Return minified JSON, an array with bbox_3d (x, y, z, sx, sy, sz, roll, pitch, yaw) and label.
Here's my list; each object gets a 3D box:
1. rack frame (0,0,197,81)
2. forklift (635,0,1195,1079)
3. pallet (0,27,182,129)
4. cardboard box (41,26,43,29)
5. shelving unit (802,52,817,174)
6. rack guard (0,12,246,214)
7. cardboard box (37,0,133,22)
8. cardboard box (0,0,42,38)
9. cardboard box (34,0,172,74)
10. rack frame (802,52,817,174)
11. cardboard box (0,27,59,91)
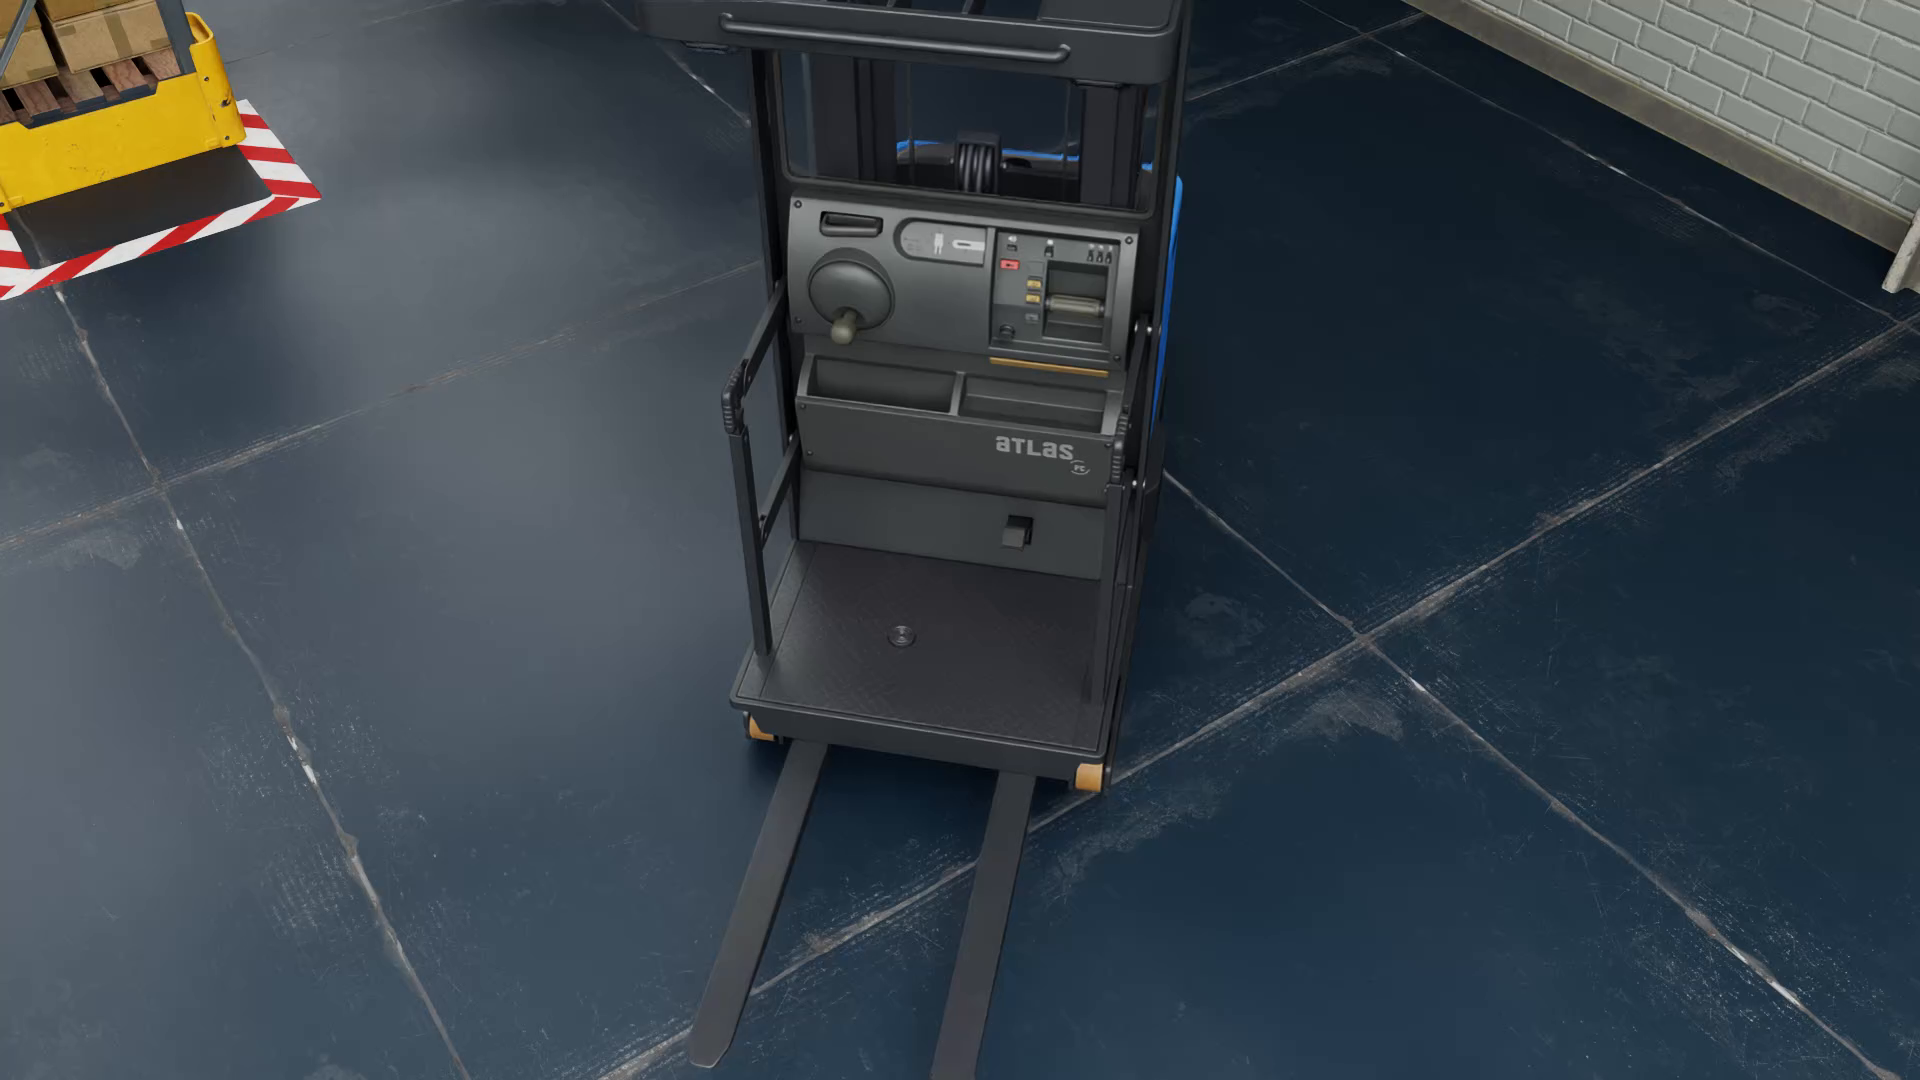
[{"bbox_3d":[-3.816,-2.760,6.468,1.000,3.000,0.127,-26,49,-24],"label":"rack frame"},{"bbox_3d":[-0.041,-0.594,4.249,1.130,2.935,3.031,8,44,8],"label":"forklift"},{"bbox_3d":[-4.295,-2.268,7.973,1.003,0.211,1.213,-26,49,-24],"label":"pallet"},{"bbox_3d":[-4.337,-2.775,8.172,0.500,0.250,0.500,-24,49,-23],"label":"cardboard box"},{"bbox_3d":[0.017,-1.328,6.055,1.083,1.500,0.587,5,44,6],"label":"shelving unit"},{"bbox_3d":[-3.860,-1.898,7.377,1.175,0.500,0.348,-26,49,-24],"label":"rack guard"},{"bbox_3d":[-4.065,-2.767,7.621,0.500,0.500,0.500,-27,50,-26],"label":"cardboard box"},{"bbox_3d":[-4.488,-2.539,7.381,0.500,0.500,0.500,-25,49,-24],"label":"cardboard box"},{"bbox_3d":[-4.051,-2.483,7.866,0.500,0.250,0.500,-26,49,-25],"label":"cardboard box"},{"bbox_3d":[-0.478,-1.375,6.105,0.032,1.500,0.500,5,44,6],"label":"rack frame"},{"bbox_3d":[-4.513,-2.282,7.655,0.500,0.250,0.500,-26,49,-25],"label":"cardboard box"}]
